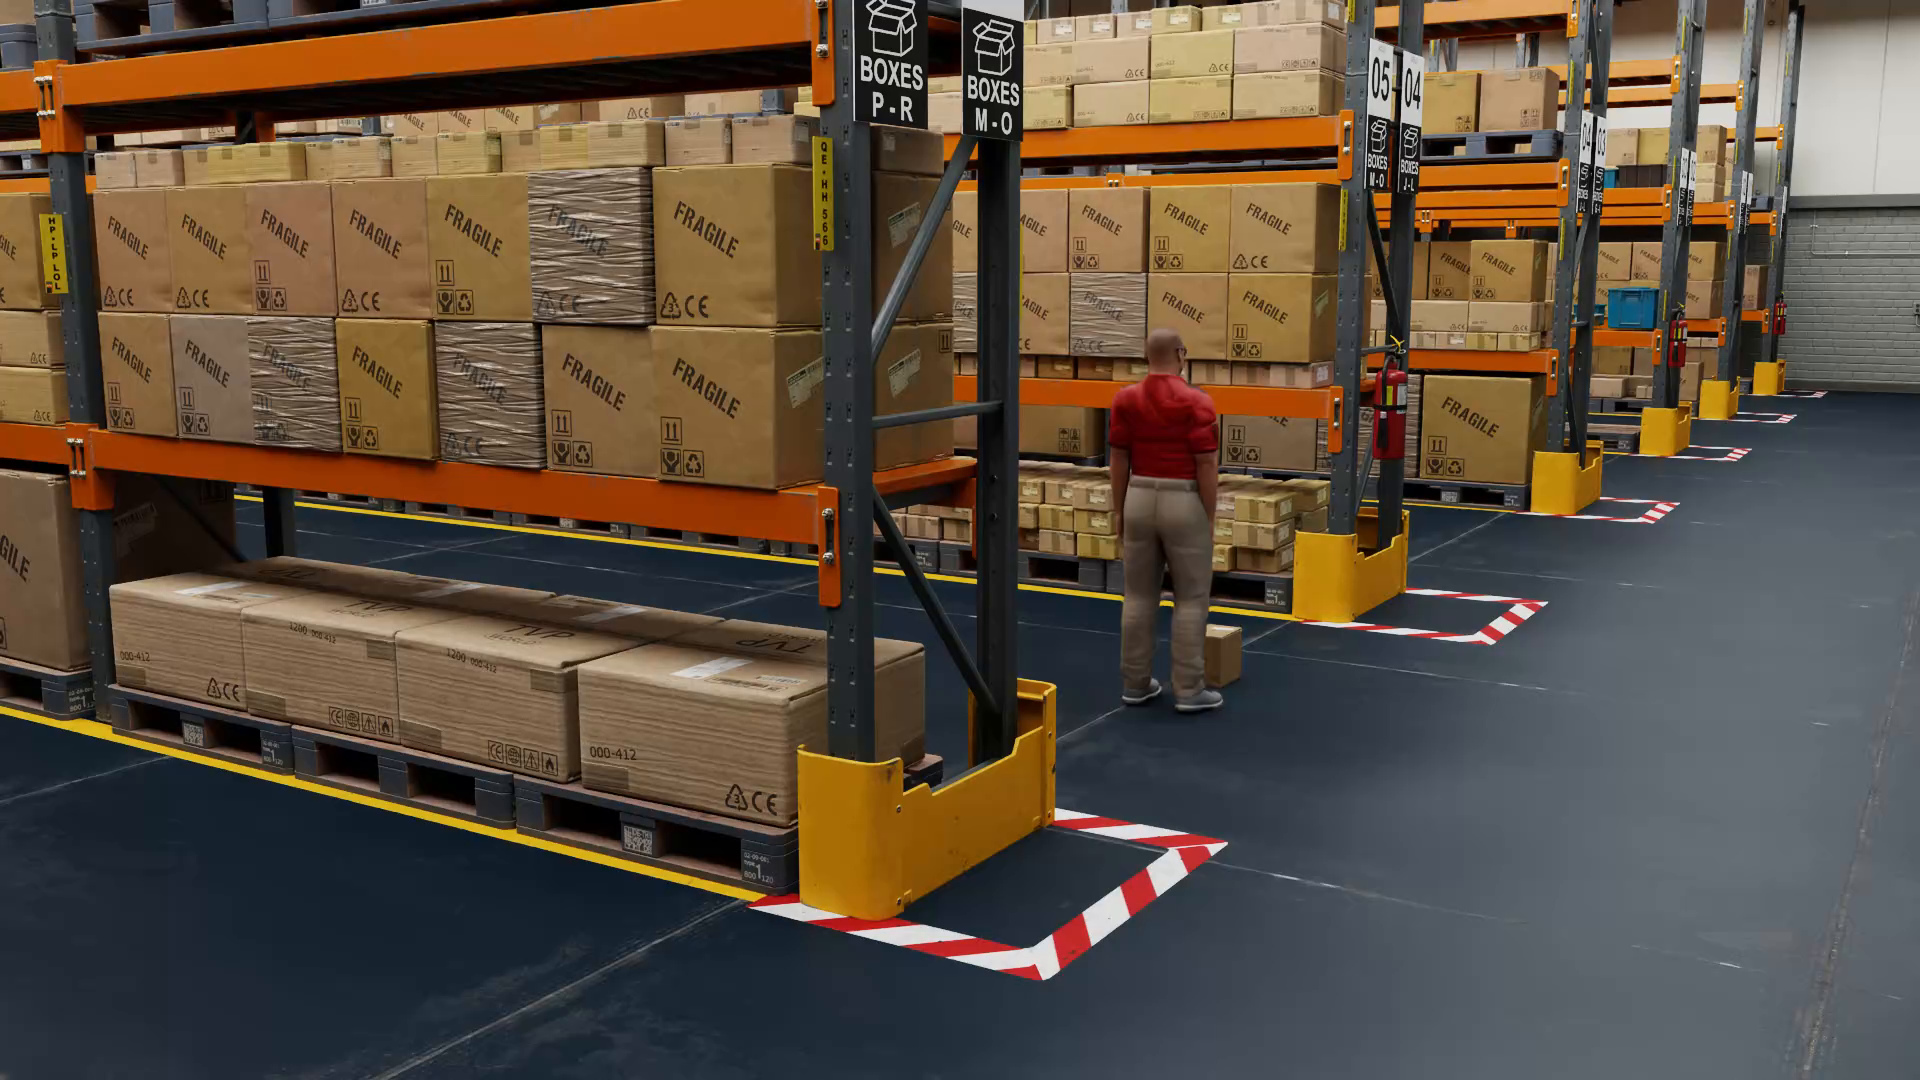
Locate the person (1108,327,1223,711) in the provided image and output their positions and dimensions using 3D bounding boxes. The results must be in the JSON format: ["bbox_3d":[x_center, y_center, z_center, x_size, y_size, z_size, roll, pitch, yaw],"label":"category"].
[{"bbox_3d":[0.939,-0.098,7.559,0.532,1.734,0.361,6,11,32],"label":"person"}]
